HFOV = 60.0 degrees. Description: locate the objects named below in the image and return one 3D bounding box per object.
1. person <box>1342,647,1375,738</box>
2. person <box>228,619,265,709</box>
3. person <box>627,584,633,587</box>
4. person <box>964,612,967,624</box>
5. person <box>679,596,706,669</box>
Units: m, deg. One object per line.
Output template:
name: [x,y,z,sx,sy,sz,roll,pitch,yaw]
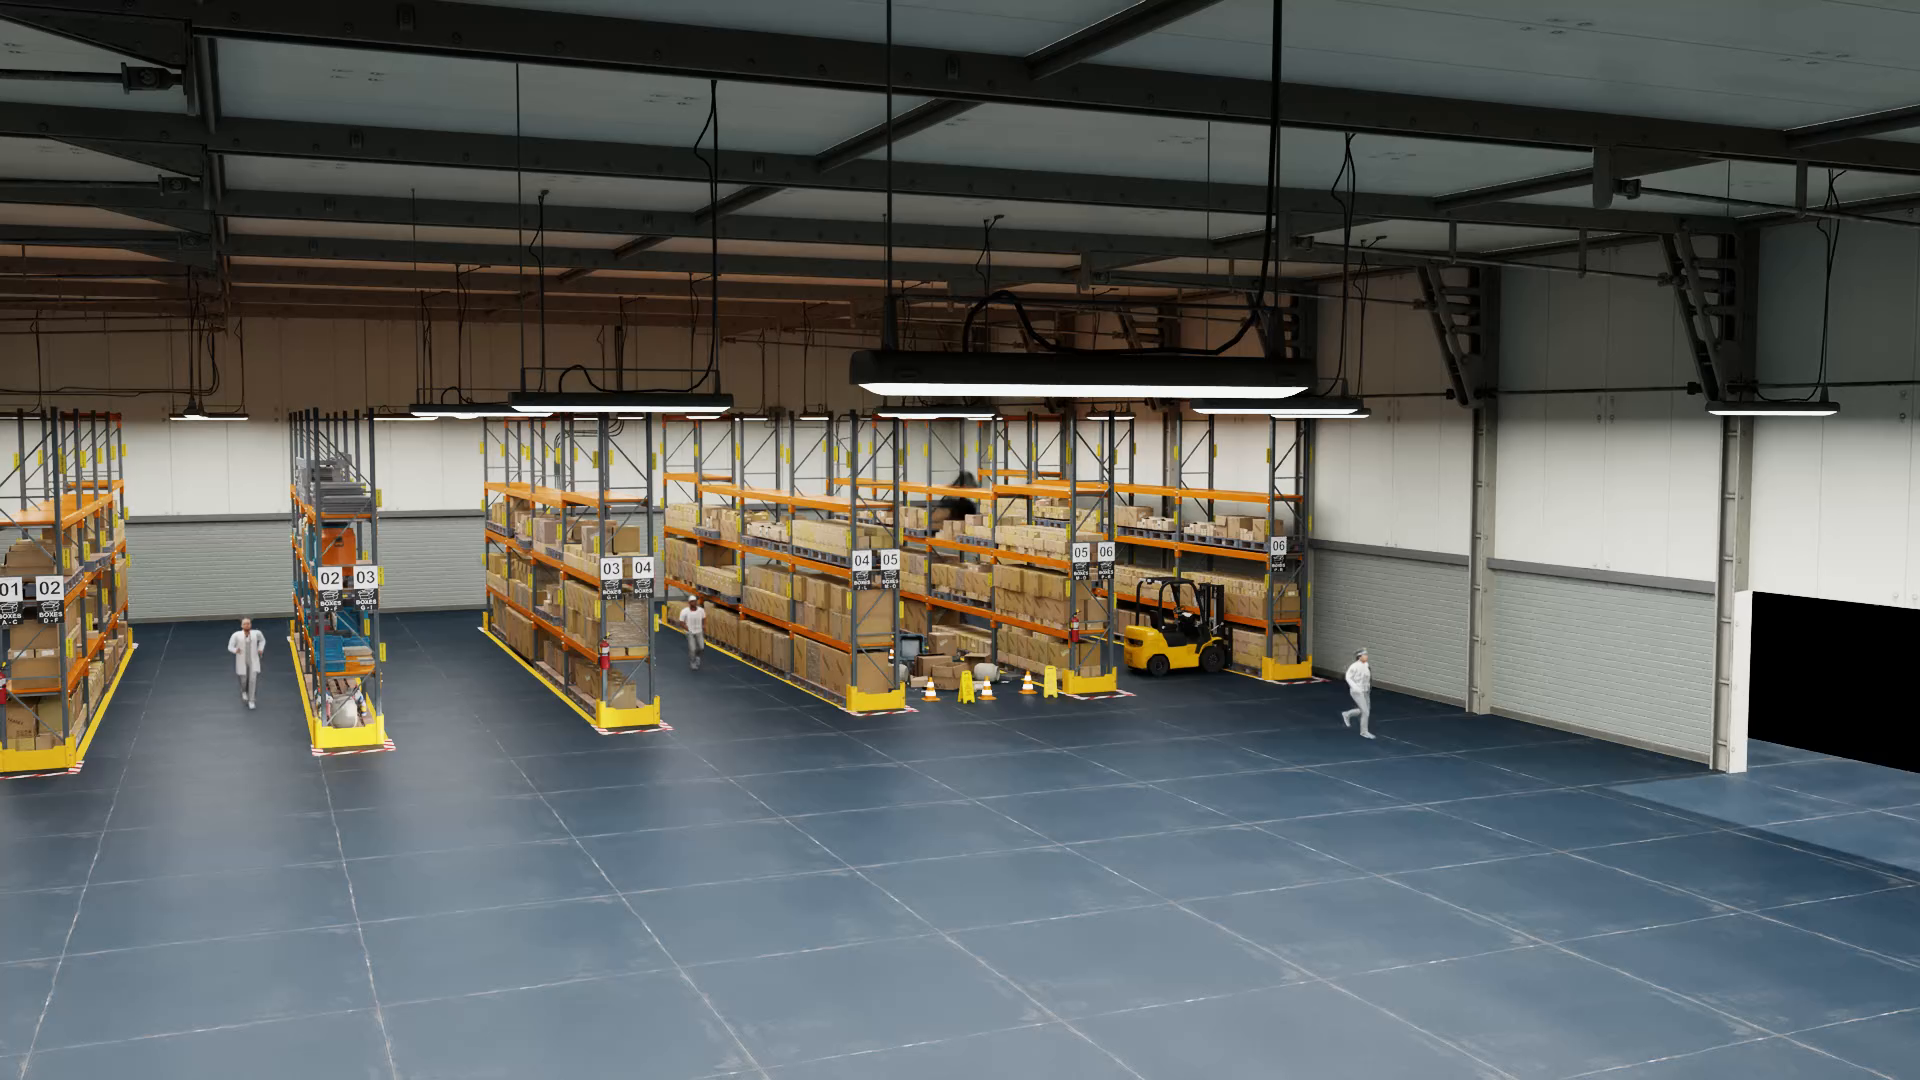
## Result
person: [7.265,2.778,30.430,0.642,1.664,0.667,-4,6,-44]
person: [-14.395,2.471,33.605,0.712,1.776,1.037,-2,4,-27]
person: [-9.704,1.597,47.681,0.944,1.671,0.511,1,4,18]
person: [0.102,1.690,46.232,0.615,1.592,0.727,-2,4,-24]
person: [-6.173,2.150,38.630,0.674,1.721,0.569,-2,4,-23]
